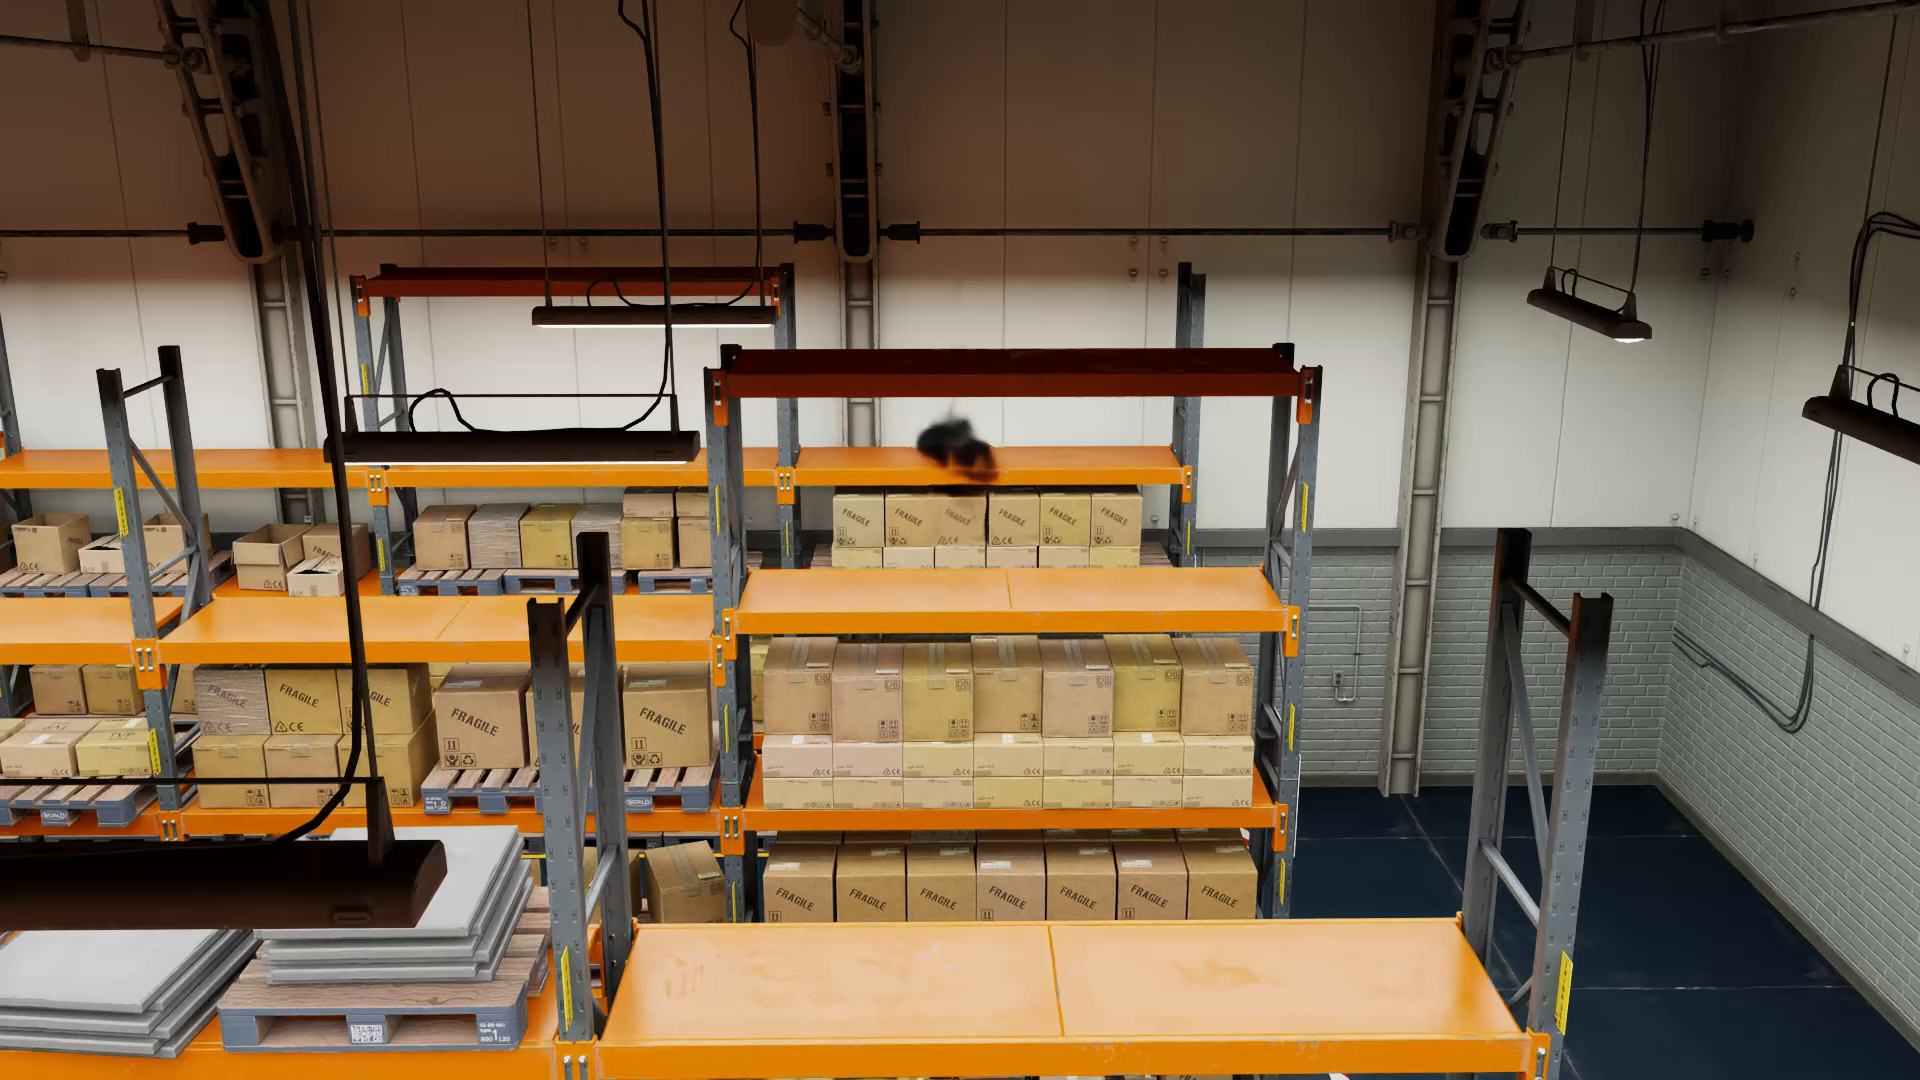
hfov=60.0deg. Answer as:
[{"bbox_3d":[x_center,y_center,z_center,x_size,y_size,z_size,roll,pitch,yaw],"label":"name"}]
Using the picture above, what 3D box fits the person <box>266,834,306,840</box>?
[{"bbox_3d":[-5.856,3.162,14.600,0.580,1.726,0.670,-1,16,-4],"label":"person"}]
